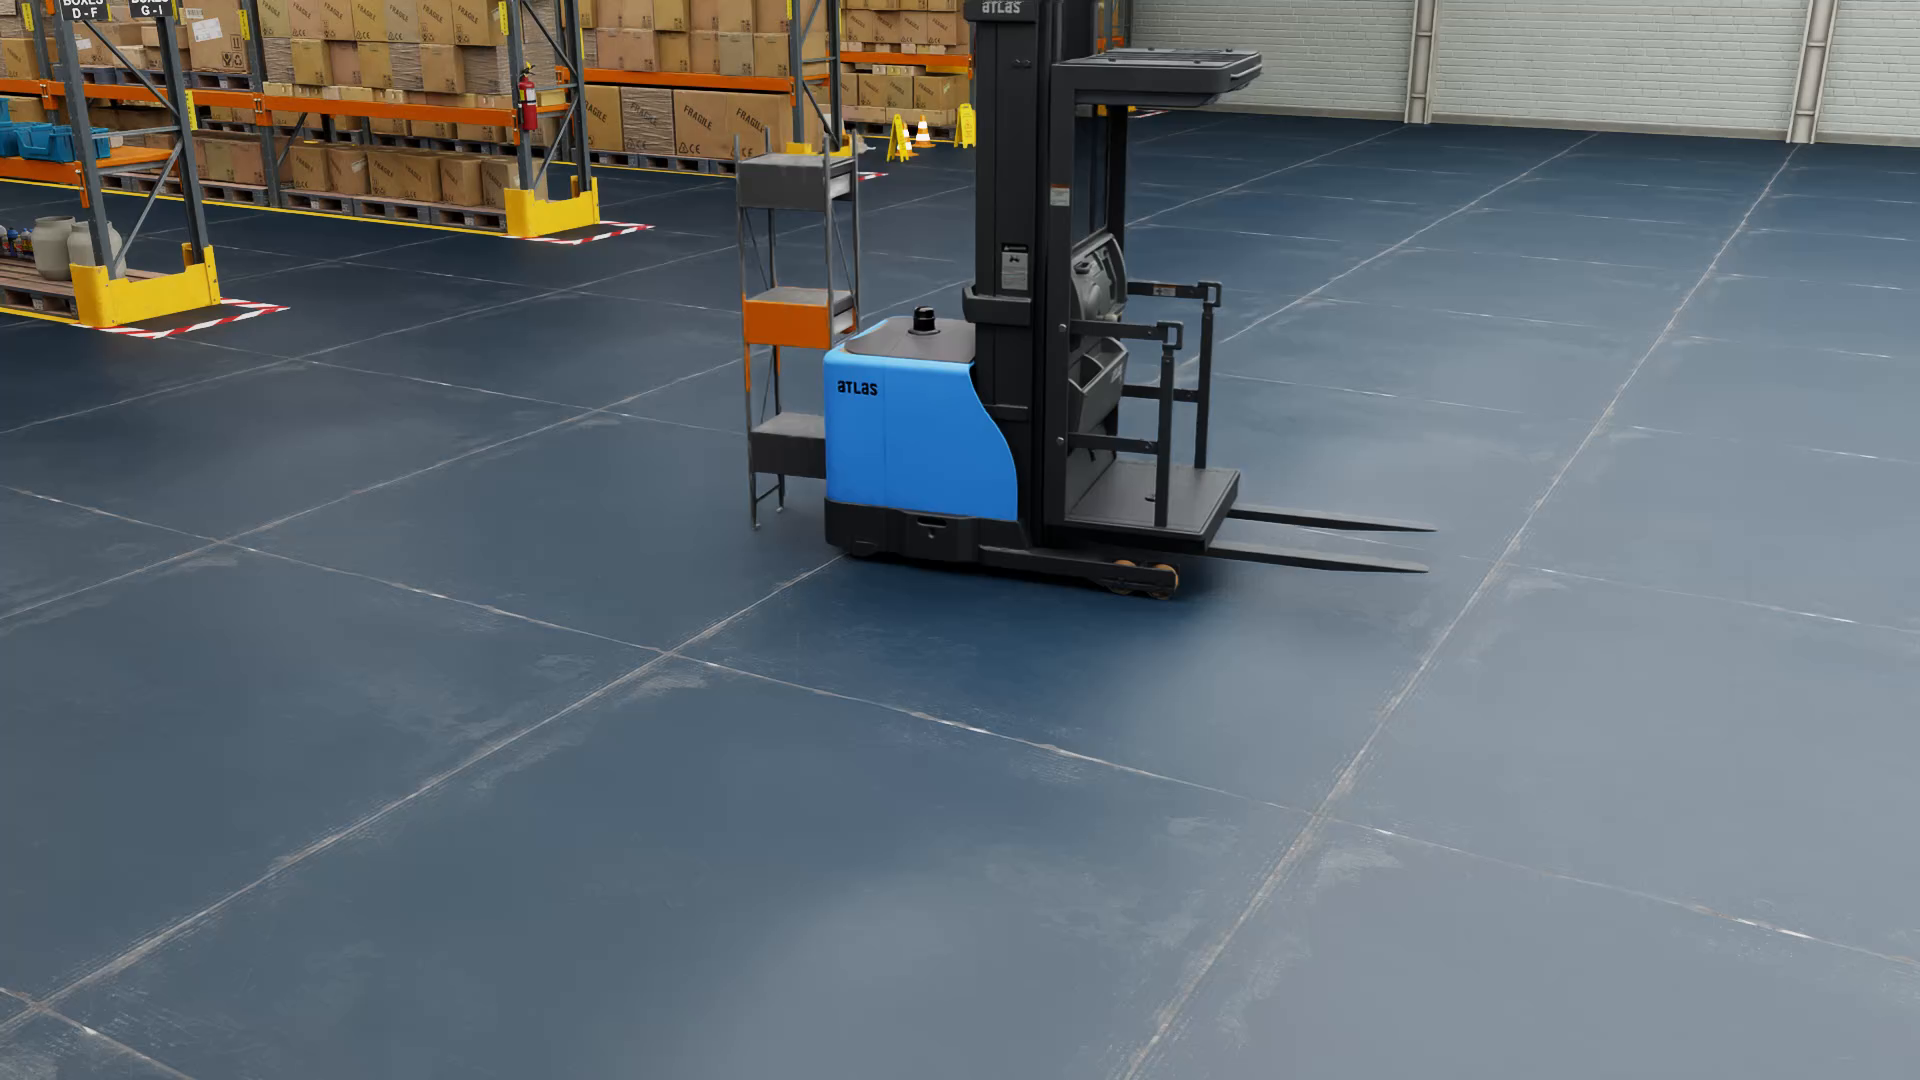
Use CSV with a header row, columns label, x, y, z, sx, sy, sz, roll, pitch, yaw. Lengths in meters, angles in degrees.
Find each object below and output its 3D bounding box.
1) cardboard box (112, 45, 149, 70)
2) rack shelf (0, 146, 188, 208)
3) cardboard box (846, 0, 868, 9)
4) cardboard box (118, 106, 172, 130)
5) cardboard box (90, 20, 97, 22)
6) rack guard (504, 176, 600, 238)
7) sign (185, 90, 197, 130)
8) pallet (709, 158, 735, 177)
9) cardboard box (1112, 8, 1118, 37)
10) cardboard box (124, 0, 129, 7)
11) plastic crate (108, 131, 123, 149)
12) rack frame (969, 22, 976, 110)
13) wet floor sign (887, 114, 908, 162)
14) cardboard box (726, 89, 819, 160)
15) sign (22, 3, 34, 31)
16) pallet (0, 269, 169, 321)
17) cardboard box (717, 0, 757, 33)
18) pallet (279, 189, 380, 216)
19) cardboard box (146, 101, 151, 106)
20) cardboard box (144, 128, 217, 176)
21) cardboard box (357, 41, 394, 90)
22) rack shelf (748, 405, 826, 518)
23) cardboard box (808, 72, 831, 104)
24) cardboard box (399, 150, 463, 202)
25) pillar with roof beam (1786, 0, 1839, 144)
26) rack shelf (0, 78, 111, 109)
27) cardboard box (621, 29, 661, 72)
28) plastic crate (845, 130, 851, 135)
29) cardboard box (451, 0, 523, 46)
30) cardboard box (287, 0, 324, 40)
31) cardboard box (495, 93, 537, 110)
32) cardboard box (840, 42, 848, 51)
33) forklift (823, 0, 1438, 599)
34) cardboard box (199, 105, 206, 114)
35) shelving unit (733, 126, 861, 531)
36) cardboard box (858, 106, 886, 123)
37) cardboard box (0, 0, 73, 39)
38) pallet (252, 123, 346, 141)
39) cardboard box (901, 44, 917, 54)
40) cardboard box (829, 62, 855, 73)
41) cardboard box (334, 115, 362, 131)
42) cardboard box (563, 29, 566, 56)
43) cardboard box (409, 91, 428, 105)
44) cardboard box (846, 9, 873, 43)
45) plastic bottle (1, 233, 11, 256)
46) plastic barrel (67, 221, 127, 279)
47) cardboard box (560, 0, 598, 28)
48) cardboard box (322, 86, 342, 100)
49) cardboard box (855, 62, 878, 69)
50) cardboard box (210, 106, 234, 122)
label,x,y,z,sx,sy,sz,roll,pitch,yaw
cardboard box,-10.028,-5.935,20.432,0.500,0.250,0.500,10,22,26
rack shelf,-8.556,-3.345,14.742,4.000,0.370,1.077,11,23,27
cardboard box,-1.416,-8.717,26.448,0.500,0.500,0.700,11,22,27
cardboard box,-10.311,-5.352,21.141,0.500,0.250,0.500,14,24,33
cardboard box,-14.250,-8.726,27.939,0.500,0.500,0.500,10,22,26
rack guard,-4.461,-3.662,18.229,0.348,0.500,1.175,11,23,27
sign,-6.538,-3.644,14.105,0.005,0.325,0.100,11,23,27
pallet,-2.624,-5.083,22.570,1.213,0.211,1.003,11,23,27
cardboard box,2.558,-9.466,30.414,0.500,0.500,0.500,12,23,29
cardboard box,-13.360,-9.019,27.281,0.500,0.500,0.500,10,22,26
plastic crate,-7.435,-3.471,14.422,0.250,0.136,0.298,11,23,27
rack frame,0.438,-7.775,25.901,0.127,3.000,1.000,11,23,27
wet floor sign,-0.897,-5.763,23.805,0.232,0.644,0.267,7,21,18
cardboard box,-2.512,-5.576,22.339,0.875,0.875,0.875,11,23,28
sign,-11.647,-6.534,20.781,0.005,0.325,0.100,11,23,27
pallet,-7.606,-2.175,14.551,1.213,0.211,1.003,11,23,27
cardboard box,-2.718,-7.000,21.960,0.550,0.550,0.875,11,23,27
pallet,-7.283,-4.078,19.798,1.213,0.211,1.003,11,23,27
cardboard box,-13.450,-7.387,27.958,0.250,0.149,0.380,11,23,28
cardboard box,-9.796,-4.901,20.998,0.500,0.500,0.700,13,24,32
cardboard box,-6.203,-5.341,18.609,0.500,0.500,0.875,11,23,27
rack shelf,-0.828,-0.405,8.997,0.480,0.518,0.431,7,21,17
cardboard box,-2.197,-7.434,27.276,0.500,0.500,0.500,12,23,29
cardboard box,-6.008,-4.155,18.971,0.500,0.500,0.500,13,24,32
pillar with roof beam,11.064,-9.181,20.977,0.400,9.000,9.100,11,23,27
rack shelf,-13.125,-6.150,22.475,4.000,0.370,1.077,11,23,27
cardboard box,-4.147,-6.753,22.863,0.550,0.550,0.875,11,23,27
plastic crate,-2.083,-6.563,26.840,0.583,0.080,0.402,3,20,9
cardboard box,-4.996,-5.500,17.579,0.500,0.500,0.500,11,23,27
cardboard box,-7.181,-5.914,18.720,0.500,0.500,0.500,11,23,27
cardboard box,-4.744,-4.693,17.772,0.250,0.149,0.380,11,23,27
cardboard box,-1.823,-7.959,26.775,0.250,0.149,0.380,11,23,28
forklift,0.872,-1.294,8.134,3.031,2.935,1.130,7,21,17
cardboard box,-12.757,-7.338,28.260,0.250,0.149,0.380,12,23,29
shelving unit,-0.828,-1.076,8.753,0.503,2.100,0.431,7,21,17
cardboard box,-1.307,-6.908,26.927,0.500,0.250,0.500,10,22,25
cardboard box,-12.009,-6.800,21.596,0.637,0.503,0.797,12,23,29
pallet,-10.614,-6.638,26.855,1.213,0.211,1.003,11,23,27
cardboard box,-0.721,-7.747,26.193,0.250,0.149,0.380,11,23,28
cardboard box,-1.905,-7.657,26.939,0.250,0.149,0.380,12,23,30
cardboard box,-9.574,-6.669,25.901,0.500,0.500,0.500,11,23,27
cardboard box,-5.966,-7.004,23.628,0.500,0.500,0.500,11,22,27
cardboard box,-5.844,-4.896,18.331,0.250,0.149,0.380,11,23,27
cardboard box,-1.473,-8.229,26.569,0.500,0.500,0.500,11,23,28
plastic bottle,-8.894,-2.760,15.535,0.097,0.201,0.097,0,20,0
plastic barrel,-7.422,-2.465,14.294,0.421,0.512,0.421,0,20,0
cardboard box,-5.075,-7.456,23.219,0.550,0.550,0.875,11,23,27
cardboard box,-6.981,-5.075,18.826,0.250,0.149,0.380,11,23,27
cardboard box,-1.771,-9.215,32.735,0.625,0.625,0.875,11,22,27
cardboard box,-11.848,-7.101,27.092,0.500,0.500,0.500,12,23,29
